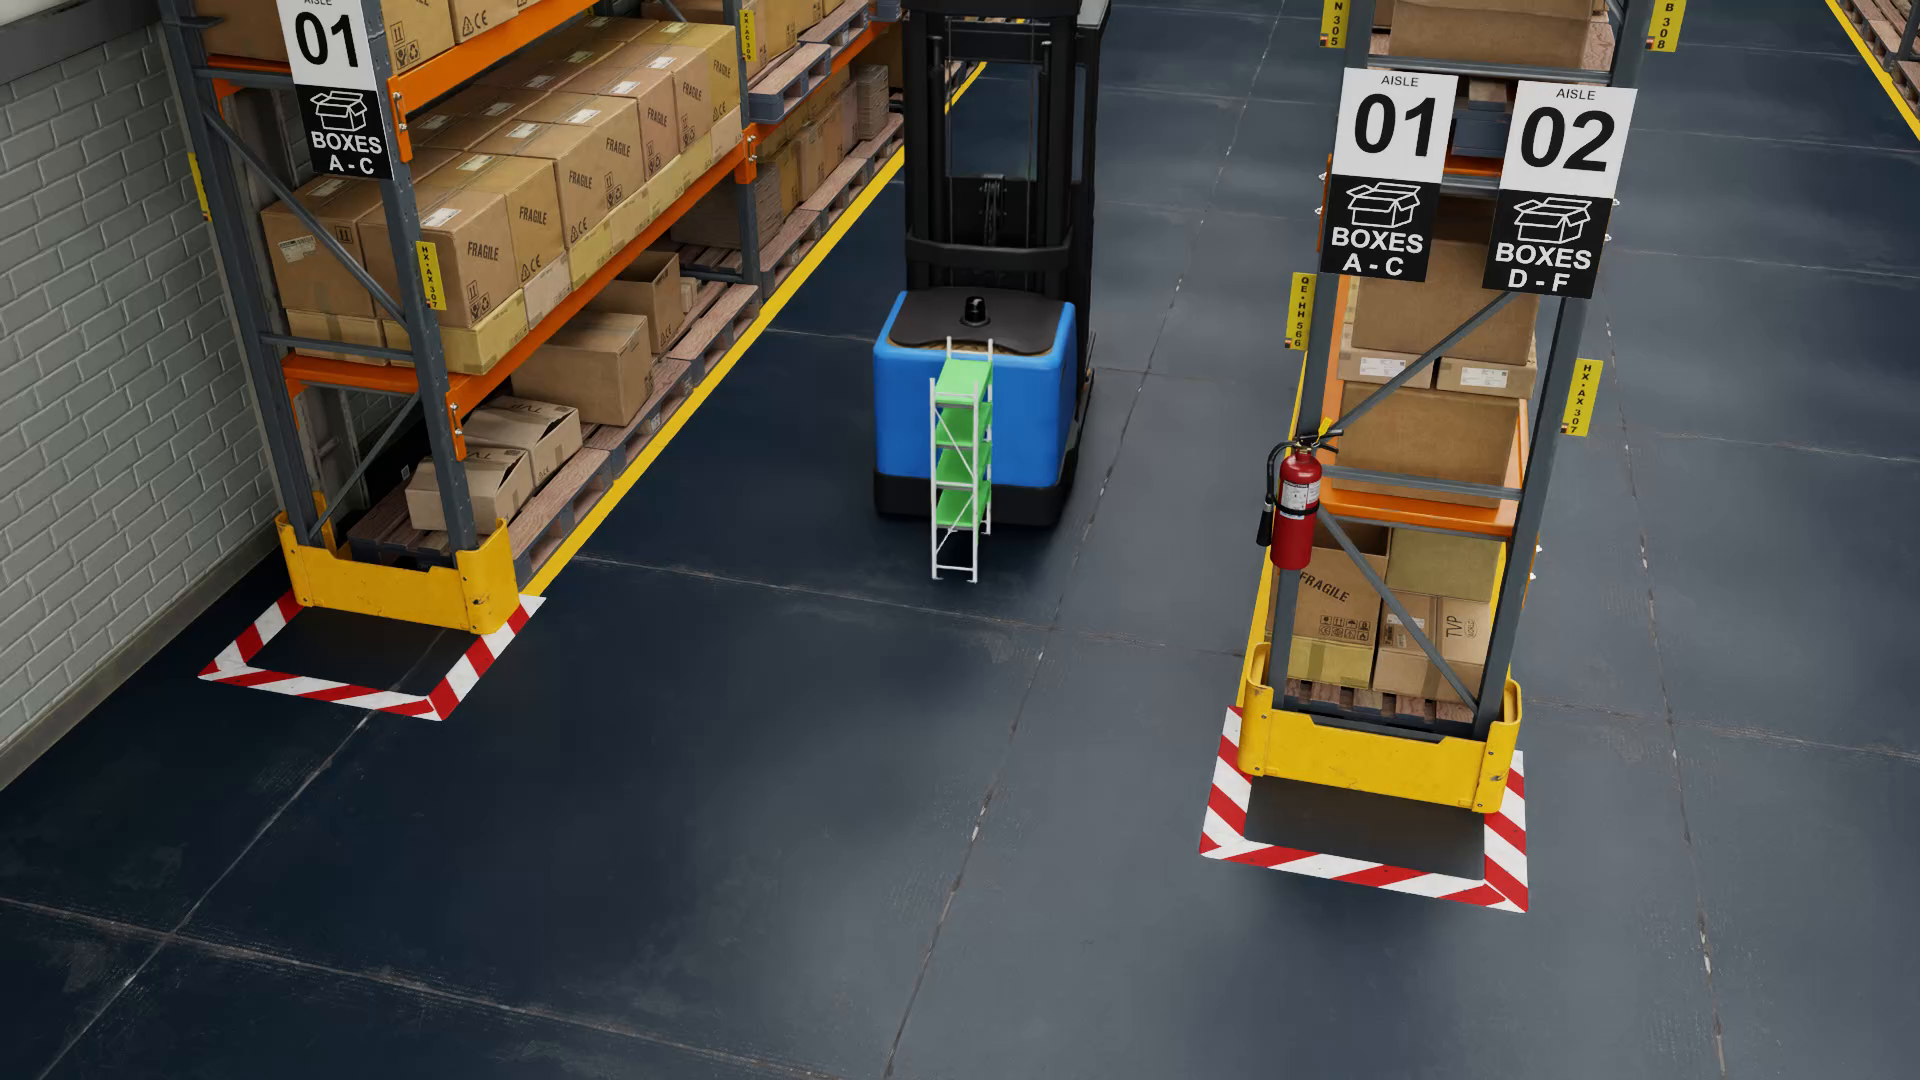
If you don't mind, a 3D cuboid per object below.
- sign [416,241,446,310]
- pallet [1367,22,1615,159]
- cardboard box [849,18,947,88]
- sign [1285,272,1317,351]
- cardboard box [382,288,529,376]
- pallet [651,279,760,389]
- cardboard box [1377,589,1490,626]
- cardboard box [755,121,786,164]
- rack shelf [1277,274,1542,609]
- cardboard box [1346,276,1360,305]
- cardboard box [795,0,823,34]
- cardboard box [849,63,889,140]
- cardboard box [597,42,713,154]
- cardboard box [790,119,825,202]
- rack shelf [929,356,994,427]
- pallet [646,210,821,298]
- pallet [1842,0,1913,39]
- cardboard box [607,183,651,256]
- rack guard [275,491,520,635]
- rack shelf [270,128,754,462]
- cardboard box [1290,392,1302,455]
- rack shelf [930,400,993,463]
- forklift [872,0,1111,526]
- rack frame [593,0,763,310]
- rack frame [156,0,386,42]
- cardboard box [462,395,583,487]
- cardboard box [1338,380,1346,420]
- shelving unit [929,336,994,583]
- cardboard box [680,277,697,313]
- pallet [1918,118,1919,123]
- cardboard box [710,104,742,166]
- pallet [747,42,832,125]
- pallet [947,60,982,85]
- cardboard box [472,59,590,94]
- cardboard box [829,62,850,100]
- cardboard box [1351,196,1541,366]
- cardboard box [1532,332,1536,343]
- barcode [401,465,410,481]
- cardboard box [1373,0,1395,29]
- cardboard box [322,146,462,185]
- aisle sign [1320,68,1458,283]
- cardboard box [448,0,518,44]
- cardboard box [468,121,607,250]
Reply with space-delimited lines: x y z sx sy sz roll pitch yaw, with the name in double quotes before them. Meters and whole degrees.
"sign" -2.397 -1.195 7.526 0.100 0.325 0.005 8 33 12
"pallet" 2.075 -1.823 6.607 1.003 0.211 1.213 8 33 12
"cardboard box" -0.578 -4.688 15.441 0.750 0.750 0.750 8 33 12
"sign" 1.350 -0.900 6.570 0.100 0.325 0.005 8 33 12
"cardboard box" -2.491 -1.058 8.240 0.500 0.250 0.500 7 33 11
"pallet" -2.043 -1.449 11.332 1.003 0.211 1.213 8 33 12
"cardboard box" 2.345 0.245 8.241 0.500 0.250 0.500 8 33 12
"cardboard box" -1.627 -3.039 12.456 0.500 0.250 0.500 7 33 11
"rack shelf" 2.378 -0.965 8.642 1.077 0.370 4.000 8 33 12
"cardboard box" 1.913 -1.039 7.391 0.380 0.149 0.250 8 33 12
"cardboard box" -1.459 -4.101 12.402 0.700 0.500 0.500 13 35 19
"cardboard box" -1.024 -3.805 14.359 0.700 0.500 0.500 8 33 13
"cardboard box" -1.848 -2.693 10.113 0.500 0.500 0.500 8 33 12
"cardboard box" -1.485 -3.028 13.137 0.700 0.500 0.500 8 33 13
"rack shelf" 0.011 -0.768 8.565 0.258 0.148 0.480 5 33 8
"pallet" -1.710 -2.206 12.524 1.003 0.211 1.213 8 33 12
"pallet" 10.163 -5.627 17.904 1.003 0.211 1.213 8 33 12
"cardboard box" -2.107 -1.855 9.493 0.500 0.250 0.500 8 33 13
"rack guard" -2.902 0.112 8.607 1.175 0.500 0.348 8 33 12
"rack shelf" -2.414 -1.637 9.700 1.077 0.370 4.000 8 33 12
"cardboard box" 1.959 -0.404 8.561 0.500 0.500 0.500 8 33 12
"rack shelf" 0.011 -0.566 8.694 0.258 0.148 0.480 5 33 8
"forklift" 0.264 -2.093 9.811 1.130 2.935 3.031 5 33 8
"rack frame" -1.906 -2.979 11.140 1.000 3.000 0.127 8 33 12
"rack frame" -2.922 -3.435 6.265 1.000 3.000 0.127 8 33 12
"cardboard box" -2.514 -0.597 9.489 0.500 0.311 0.500 11 34 16
"cardboard box" 2.130 -0.786 7.598 0.700 0.500 0.500 9 34 14
"shelving unit" 0.011 -0.417 8.788 0.258 1.200 0.503 5 33 8
"cardboard box" -2.013 -1.687 11.339 0.380 0.166 0.250 4 33 6
"pallet" 9.163 -3.575 14.676 1.003 0.211 1.213 8 33 12
"cardboard box" -1.734 -2.637 10.723 0.500 0.250 0.500 8 33 12
"pallet" -1.572 -3.275 11.784 1.003 0.211 1.213 8 33 12
"pallet" -0.307 -4.908 16.773 1.003 0.211 1.213 8 33 12
"cardboard box" -2.495 -2.499 9.807 0.500 0.500 0.500 9 34 14
"cardboard box" -1.229 -3.834 13.706 0.500 0.250 0.500 9 33 13
"cardboard box" 2.015 -1.088 6.863 0.700 0.500 0.500 8 33 13
"cardboard box" 2.243 -0.858 7.106 0.380 0.149 0.250 7 33 11
"barcode" -3.041 -0.369 9.121 0.001 0.075 0.075 8 33 12
"cardboard box" 1.908 -2.303 6.898 0.500 0.250 0.500 8 33 12
"cardboard box" -2.870 -1.698 8.547 0.500 0.500 0.500 8 33 13
"aisle sign" 1.570 -1.334 6.129 0.394 0.787 0.004 8 33 12
"cardboard box" -2.424 -2.633 7.688 0.500 0.500 0.500 10 34 16
"cardboard box" -2.237 -1.894 8.855 0.500 0.500 0.500 7 33 11
